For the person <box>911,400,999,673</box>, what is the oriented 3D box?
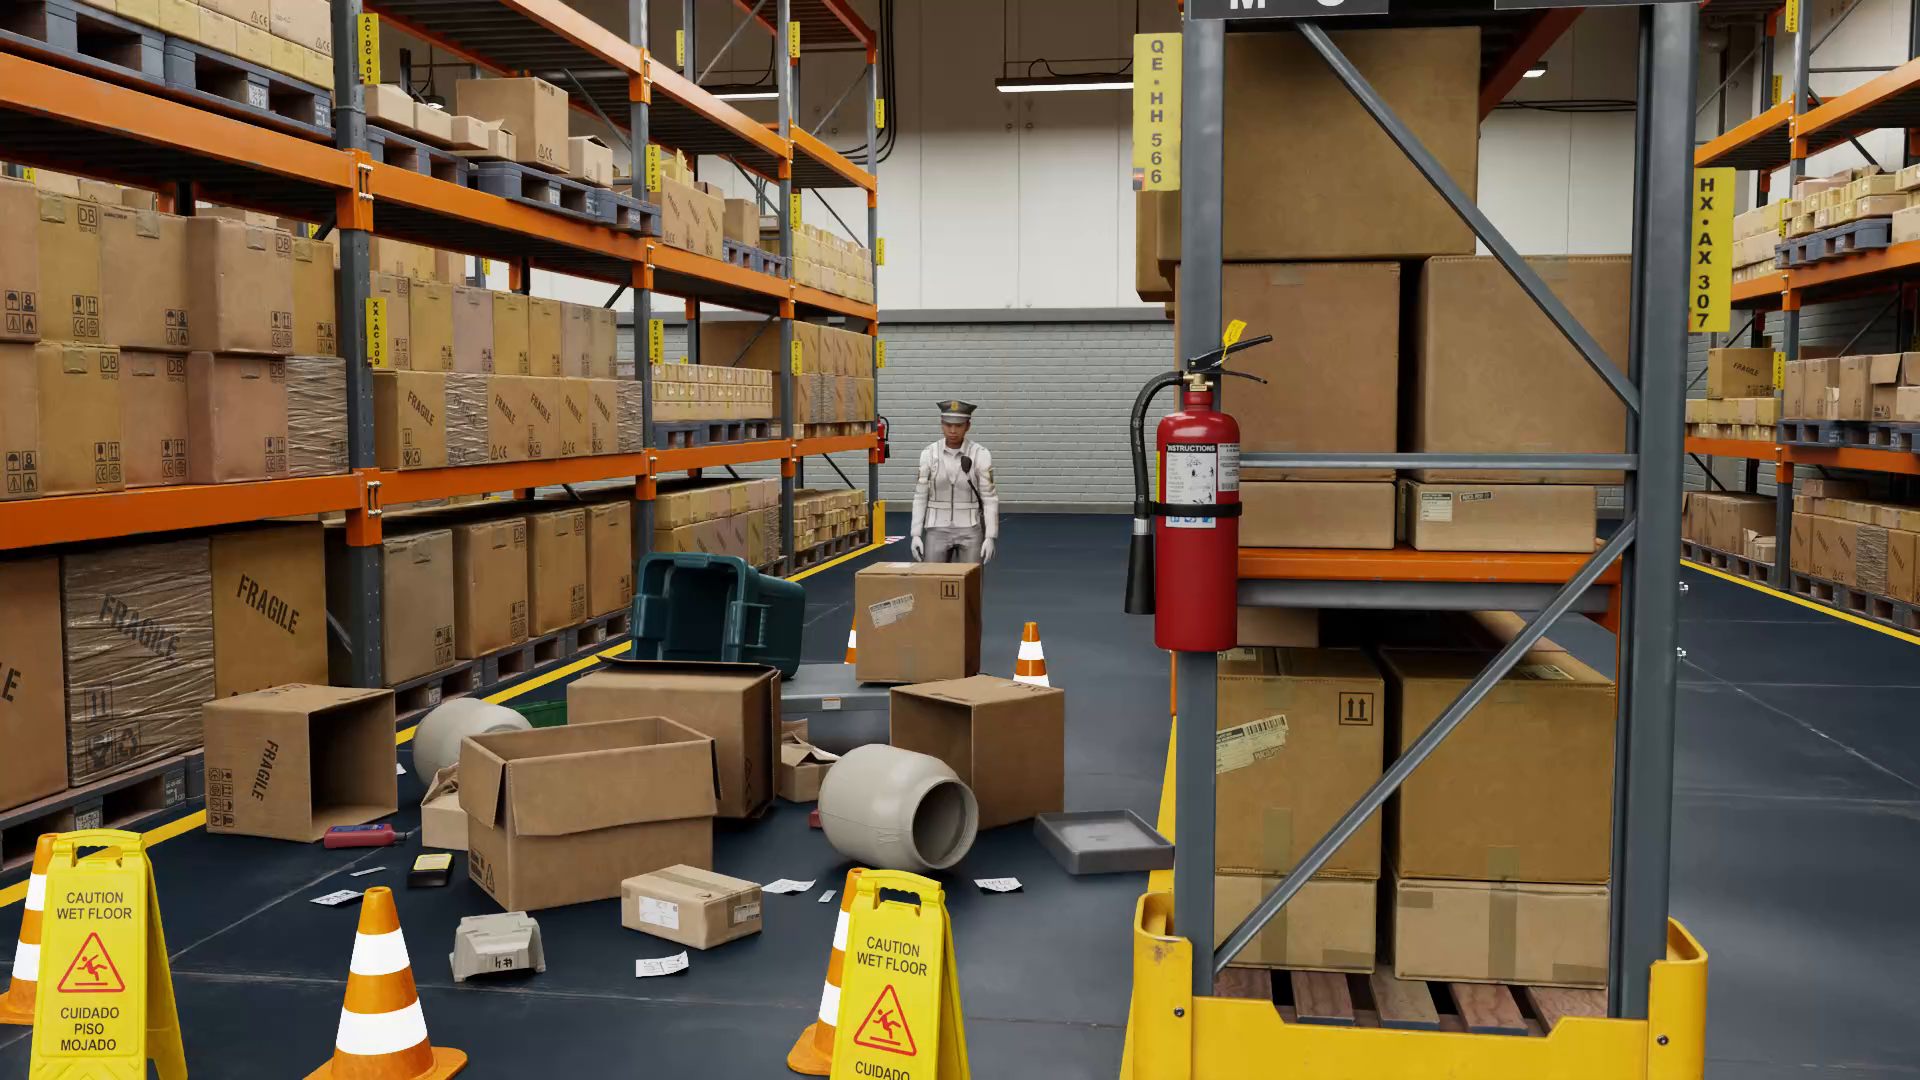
[{"bbox_3d":[-0.035,-0.001,9.898,0.527,1.663,0.376,1,5,8],"label":"person"}]
